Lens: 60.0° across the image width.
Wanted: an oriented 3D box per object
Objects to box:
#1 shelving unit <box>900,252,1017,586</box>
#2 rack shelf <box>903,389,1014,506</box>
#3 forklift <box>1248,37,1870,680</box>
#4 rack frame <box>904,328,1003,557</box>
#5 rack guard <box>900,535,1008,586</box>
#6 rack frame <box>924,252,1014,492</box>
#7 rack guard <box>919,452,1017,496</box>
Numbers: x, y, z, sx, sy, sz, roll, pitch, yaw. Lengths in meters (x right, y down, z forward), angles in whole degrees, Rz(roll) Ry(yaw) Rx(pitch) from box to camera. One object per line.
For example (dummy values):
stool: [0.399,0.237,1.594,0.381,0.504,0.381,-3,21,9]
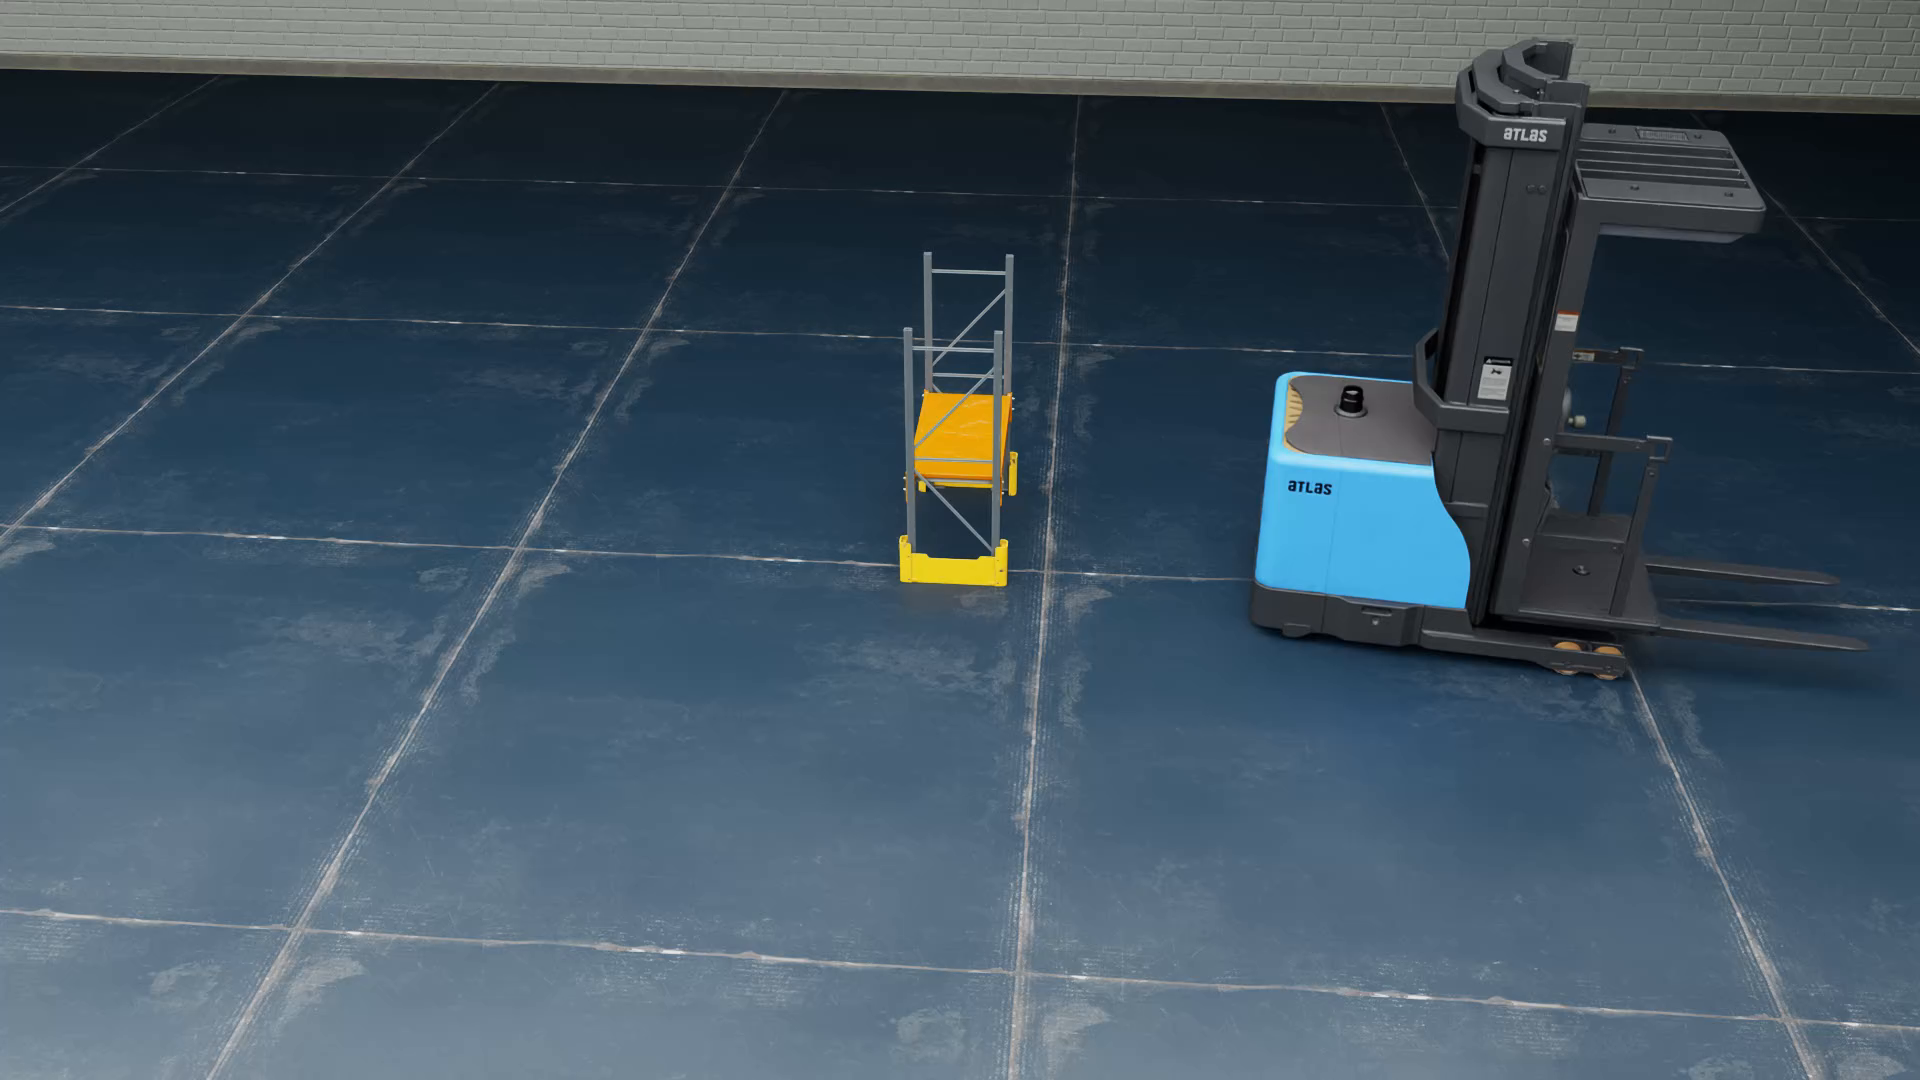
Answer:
shelving unit: [0.006,-0.678,9.201,0.587,1.500,1.083,2,32,4]
rack shelf: [0.007,-0.530,9.304,0.538,0.185,1.000,2,32,4]
forklift: [3.088,-0.850,8.115,3.031,2.935,1.130,6,32,10]
rack frame: [-0.034,-0.417,8.778,0.500,1.500,0.032,2,32,4]
rack guard: [-0.034,0.114,9.107,0.587,0.250,0.087,2,32,4]
rack frame: [0.048,-0.949,9.641,0.500,1.500,0.032,2,32,4]
rack guard: [0.047,-0.407,9.952,0.587,0.250,0.087,2,32,4]
